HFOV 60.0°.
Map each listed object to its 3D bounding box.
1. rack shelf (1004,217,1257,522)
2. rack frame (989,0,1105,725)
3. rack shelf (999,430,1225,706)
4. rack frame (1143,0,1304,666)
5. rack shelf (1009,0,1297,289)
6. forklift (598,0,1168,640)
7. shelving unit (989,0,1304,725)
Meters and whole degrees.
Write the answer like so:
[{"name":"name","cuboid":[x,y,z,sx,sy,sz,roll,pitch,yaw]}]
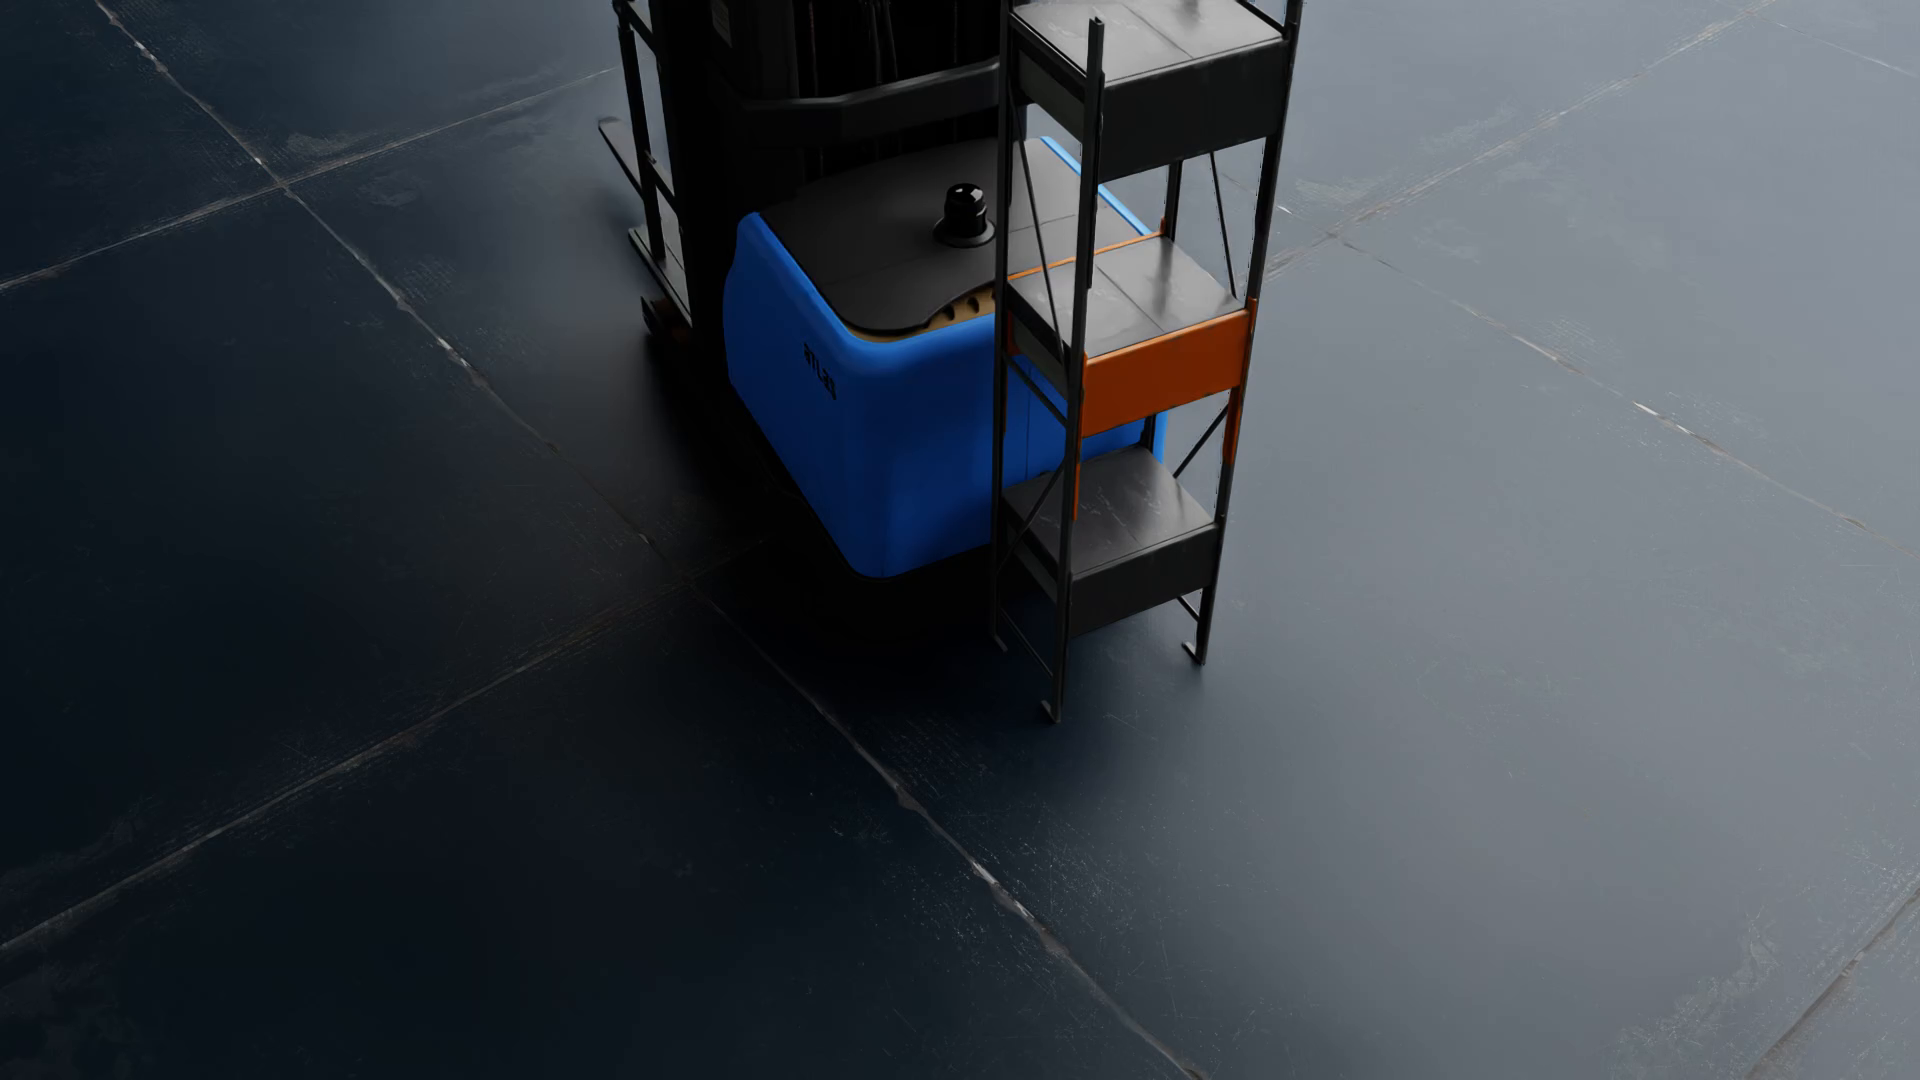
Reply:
[{"name":"rack shelf","cuboid":[0.402,-0.435,4.199,0.480,0.518,0.431,-20,47,-20]},{"name":"rack frame","cuboid":[0.186,-0.367,4.108,0.015,2.100,0.400,-20,47,-20]},{"name":"rack shelf","cuboid":[0.402,0.076,4.678,0.480,0.518,0.431,-20,47,-20]},{"name":"rack frame","cuboid":[0.618,-0.522,4.272,0.015,2.100,0.400,-20,47,-20]},{"name":"rack shelf","cuboid":[0.402,-0.945,3.720,0.480,0.518,0.431,-20,47,-20]},{"name":"forklift","cuboid":[-0.486,-1.786,5.011,1.130,2.935,3.031,-19,46,-19]},{"name":"shelving unit","cuboid":[0.402,-0.445,4.190,0.503,2.100,0.431,-20,47,-20]}]
